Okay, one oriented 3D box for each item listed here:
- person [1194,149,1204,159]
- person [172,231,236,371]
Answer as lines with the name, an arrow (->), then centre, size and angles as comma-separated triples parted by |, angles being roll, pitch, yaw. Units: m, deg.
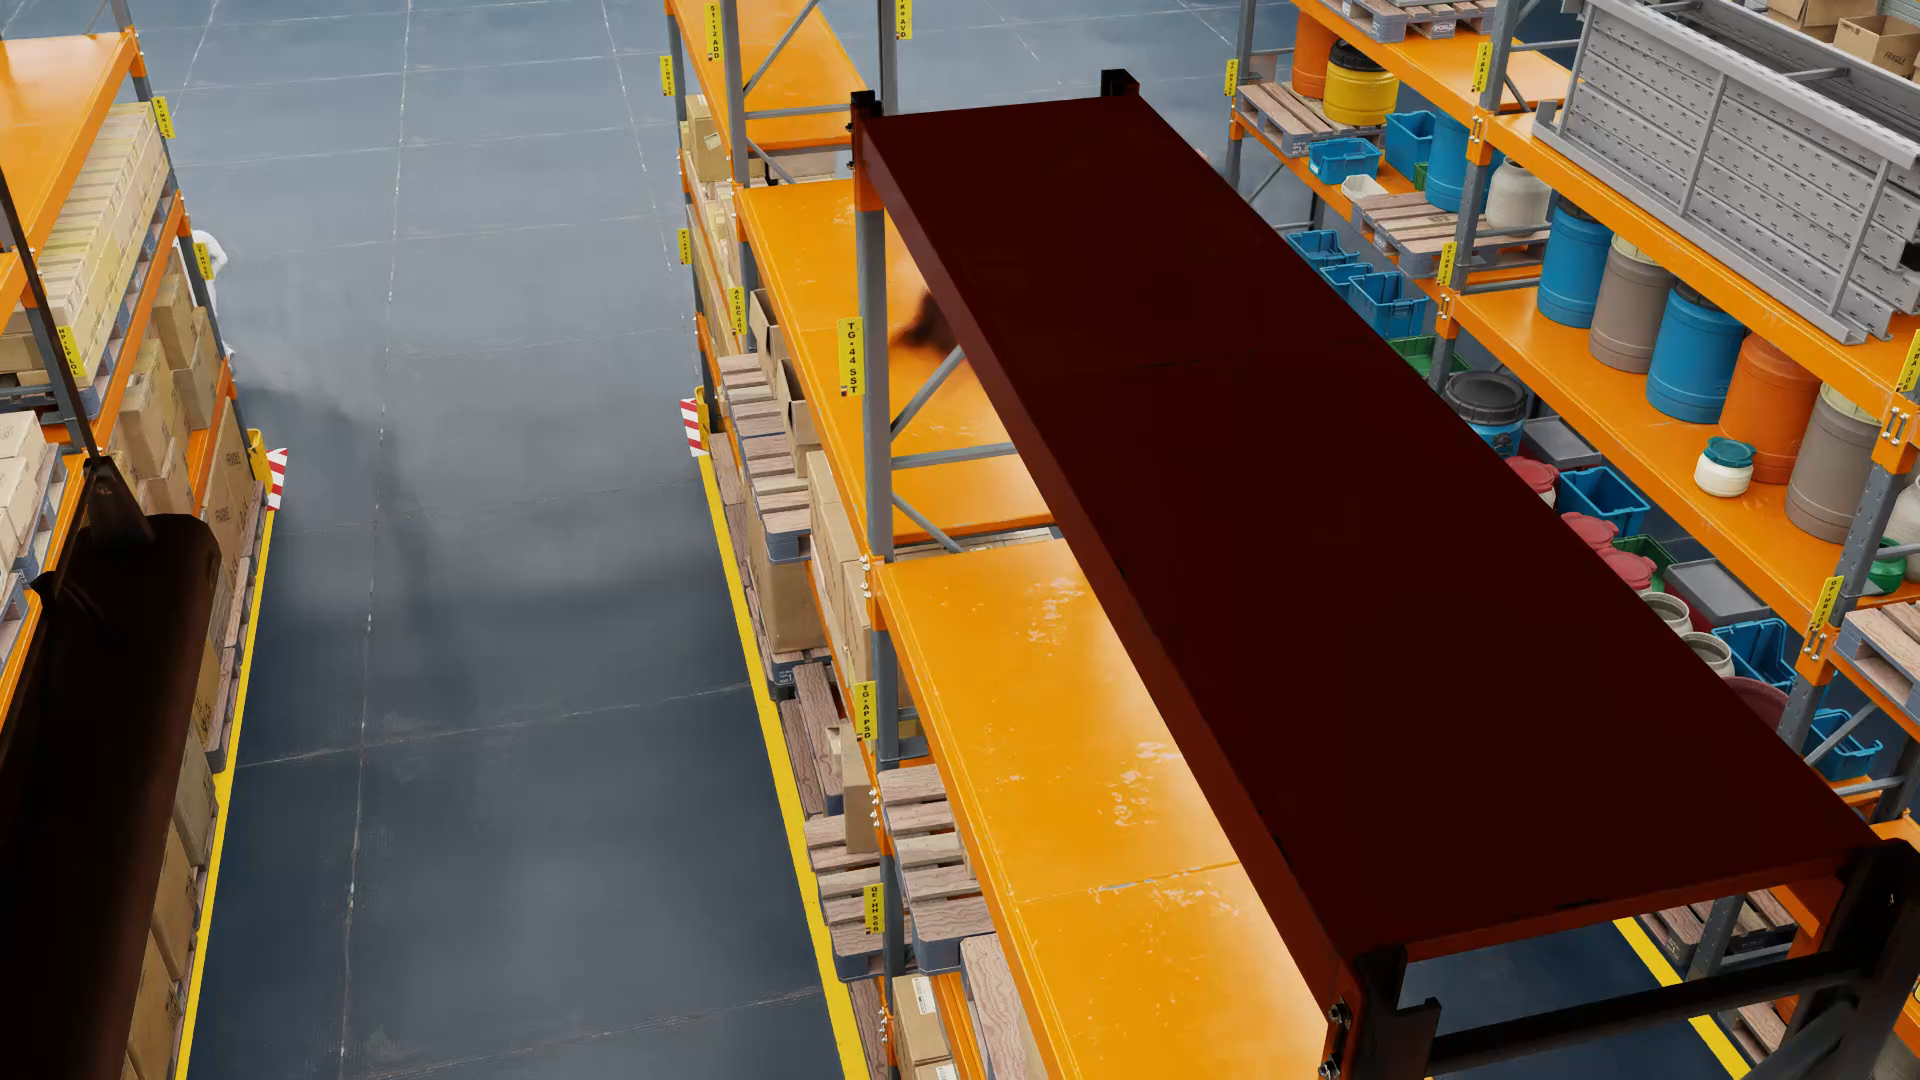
person -> 2.463, -3.267, 17.399 | 0.556, 1.704, 0.680 | 11, 36, 15
person -> -7.279, -2.301, 15.926 | 0.738, 1.777, 0.721 | 27, 42, 33
